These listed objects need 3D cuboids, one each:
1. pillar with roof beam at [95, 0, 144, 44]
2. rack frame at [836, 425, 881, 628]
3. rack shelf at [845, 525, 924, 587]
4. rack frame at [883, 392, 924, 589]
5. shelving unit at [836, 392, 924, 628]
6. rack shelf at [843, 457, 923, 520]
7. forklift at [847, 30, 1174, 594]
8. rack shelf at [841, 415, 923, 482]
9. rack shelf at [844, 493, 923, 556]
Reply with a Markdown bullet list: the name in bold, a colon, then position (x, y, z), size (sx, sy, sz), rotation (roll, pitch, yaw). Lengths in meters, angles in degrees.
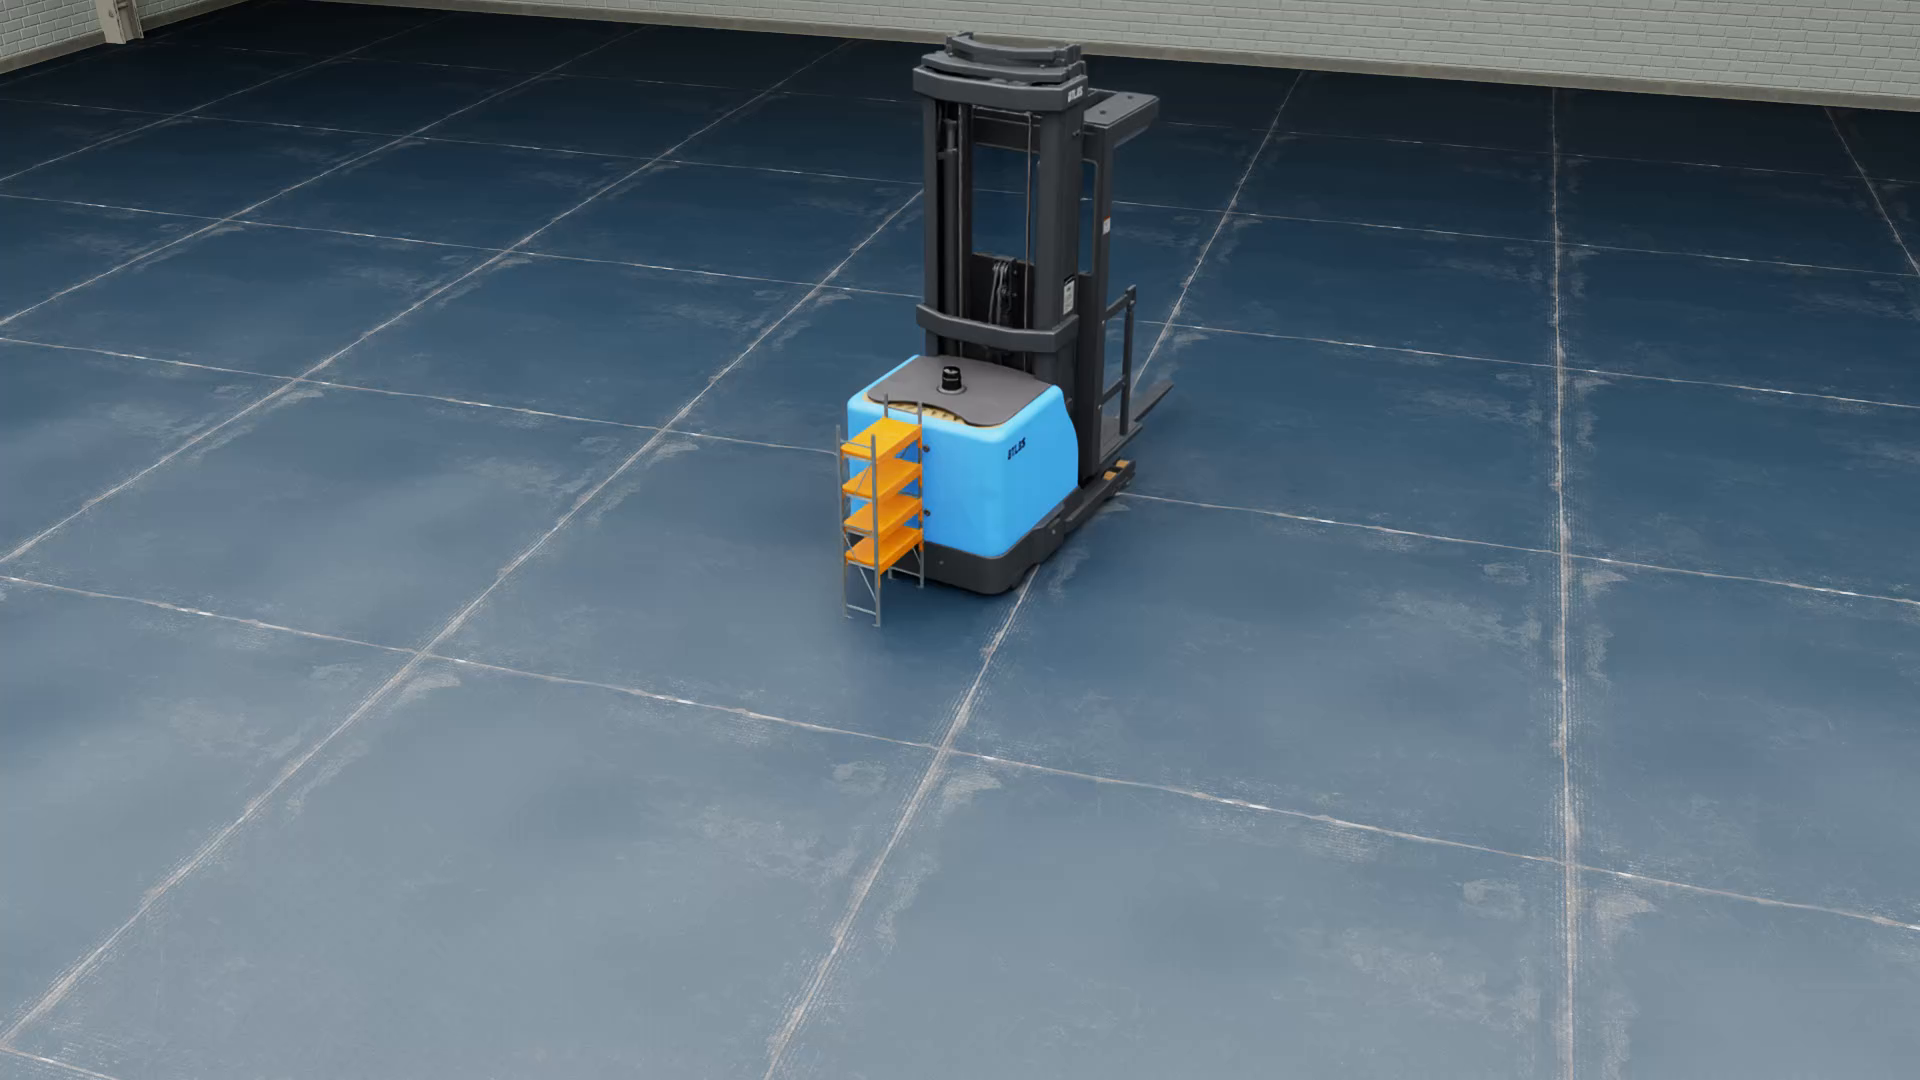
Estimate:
- **pillar with roof beam**: position (-7.097, -10.029, 19.022), size (9.100, 9.000, 0.400), rotation (8, 30, 15)
- **rack frame**: position (-0.555, -0.060, 9.124), size (0.240, 1.200, 0.015), rotation (15, 32, 25)
- **rack shelf**: position (-0.437, 0.069, 9.439), size (0.258, 0.148, 0.480), rotation (15, 32, 25)
- **rack frame**: position (-0.318, -0.267, 9.496), size (0.240, 1.200, 0.015), rotation (15, 32, 25)
- **shelving unit**: position (-0.437, -0.164, 9.310), size (0.258, 1.200, 0.503), rotation (15, 32, 25)
- **rack shelf**: position (-0.437, -0.300, 9.234), size (0.258, 0.148, 0.480), rotation (15, 32, 25)
- **forklift**: position (0.495, -1.655, 10.210), size (1.130, 2.935, 3.031), rotation (15, 32, 25)
- **rack shelf**: position (-0.437, -0.507, 9.119), size (0.258, 0.148, 0.480), rotation (15, 32, 25)
- **rack shelf**: position (-0.437, -0.105, 9.343), size (0.258, 0.148, 0.480), rotation (15, 32, 25)
